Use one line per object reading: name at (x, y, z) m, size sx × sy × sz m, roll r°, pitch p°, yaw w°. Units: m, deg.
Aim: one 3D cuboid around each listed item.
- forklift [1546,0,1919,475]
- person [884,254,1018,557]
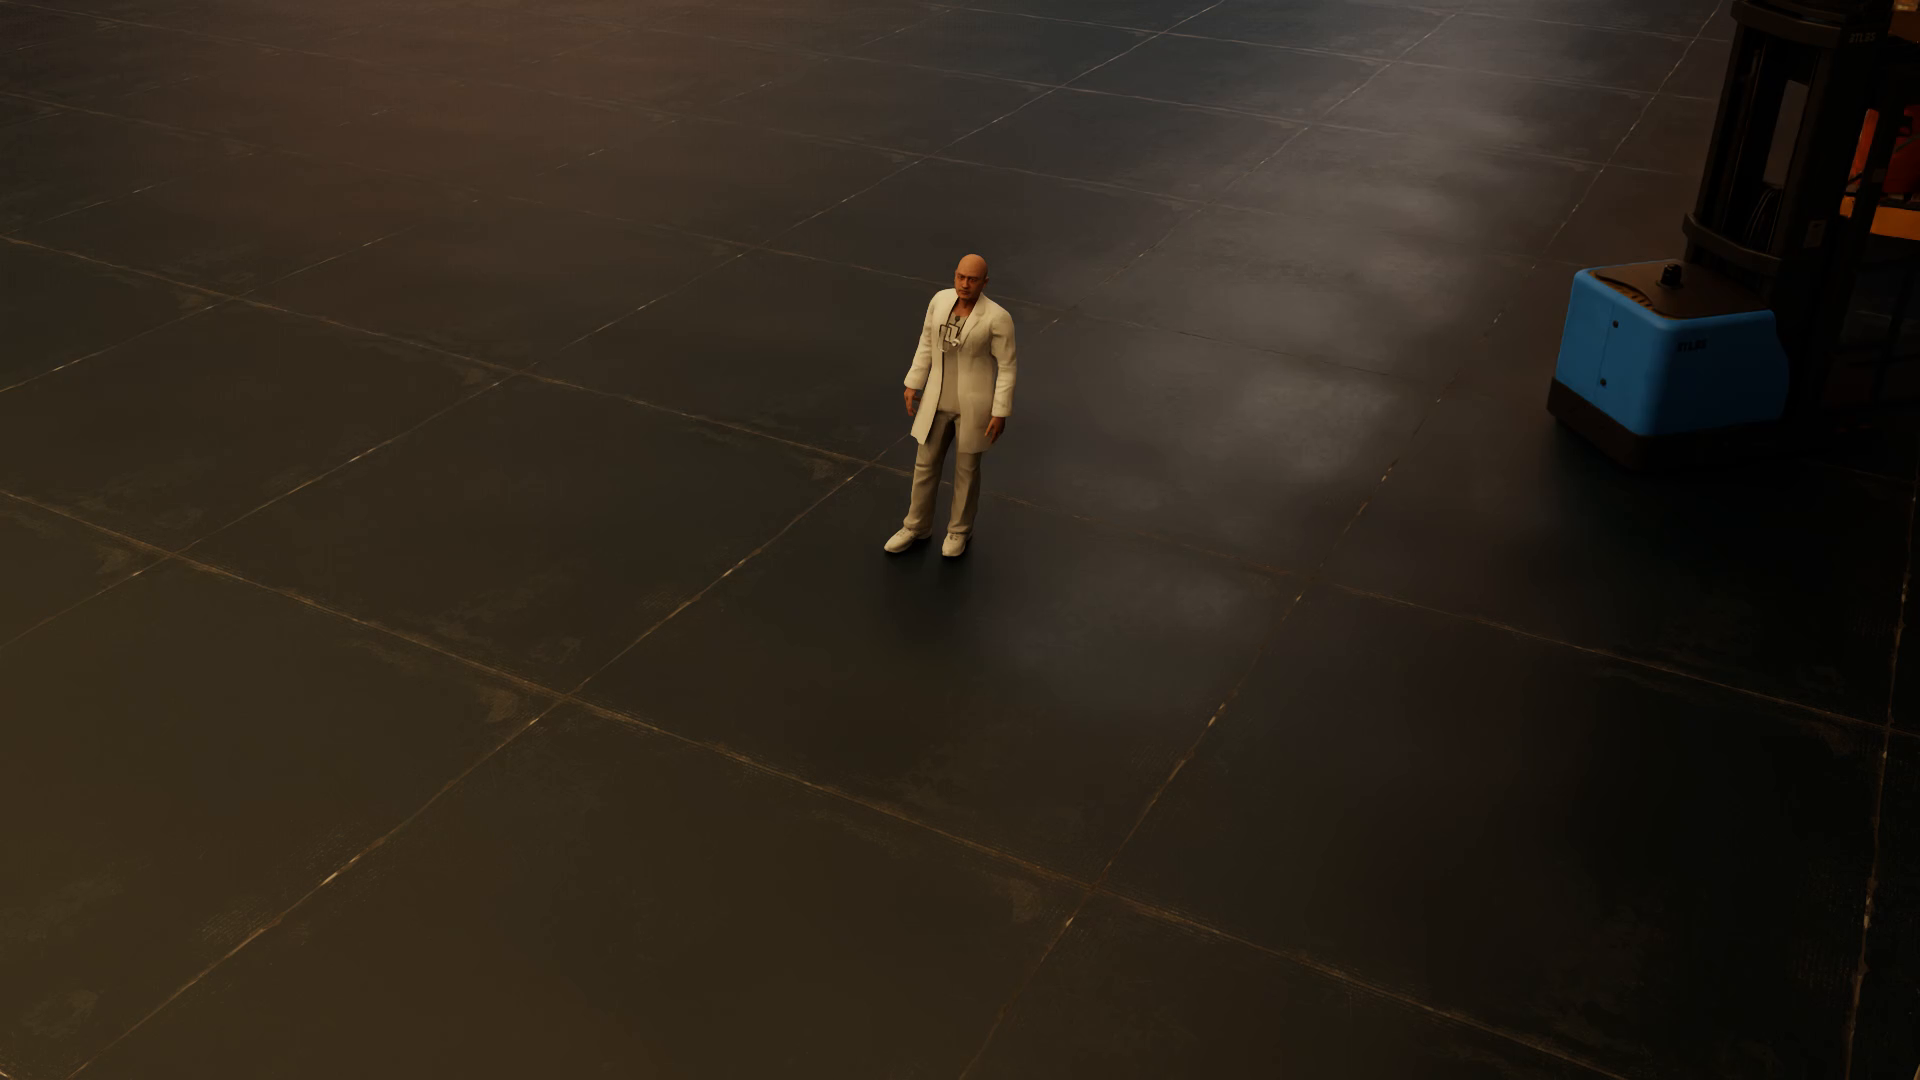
forklift at (5.601, -2.092, 10.696) m, size 3.031 × 2.935 × 1.130 m, roll -8°, pitch 31°, yaw -14°
person at (-0.048, -0.738, 9.489) m, size 0.696 × 1.776 × 0.581 m, roll 15°, pitch 33°, yaw 25°
